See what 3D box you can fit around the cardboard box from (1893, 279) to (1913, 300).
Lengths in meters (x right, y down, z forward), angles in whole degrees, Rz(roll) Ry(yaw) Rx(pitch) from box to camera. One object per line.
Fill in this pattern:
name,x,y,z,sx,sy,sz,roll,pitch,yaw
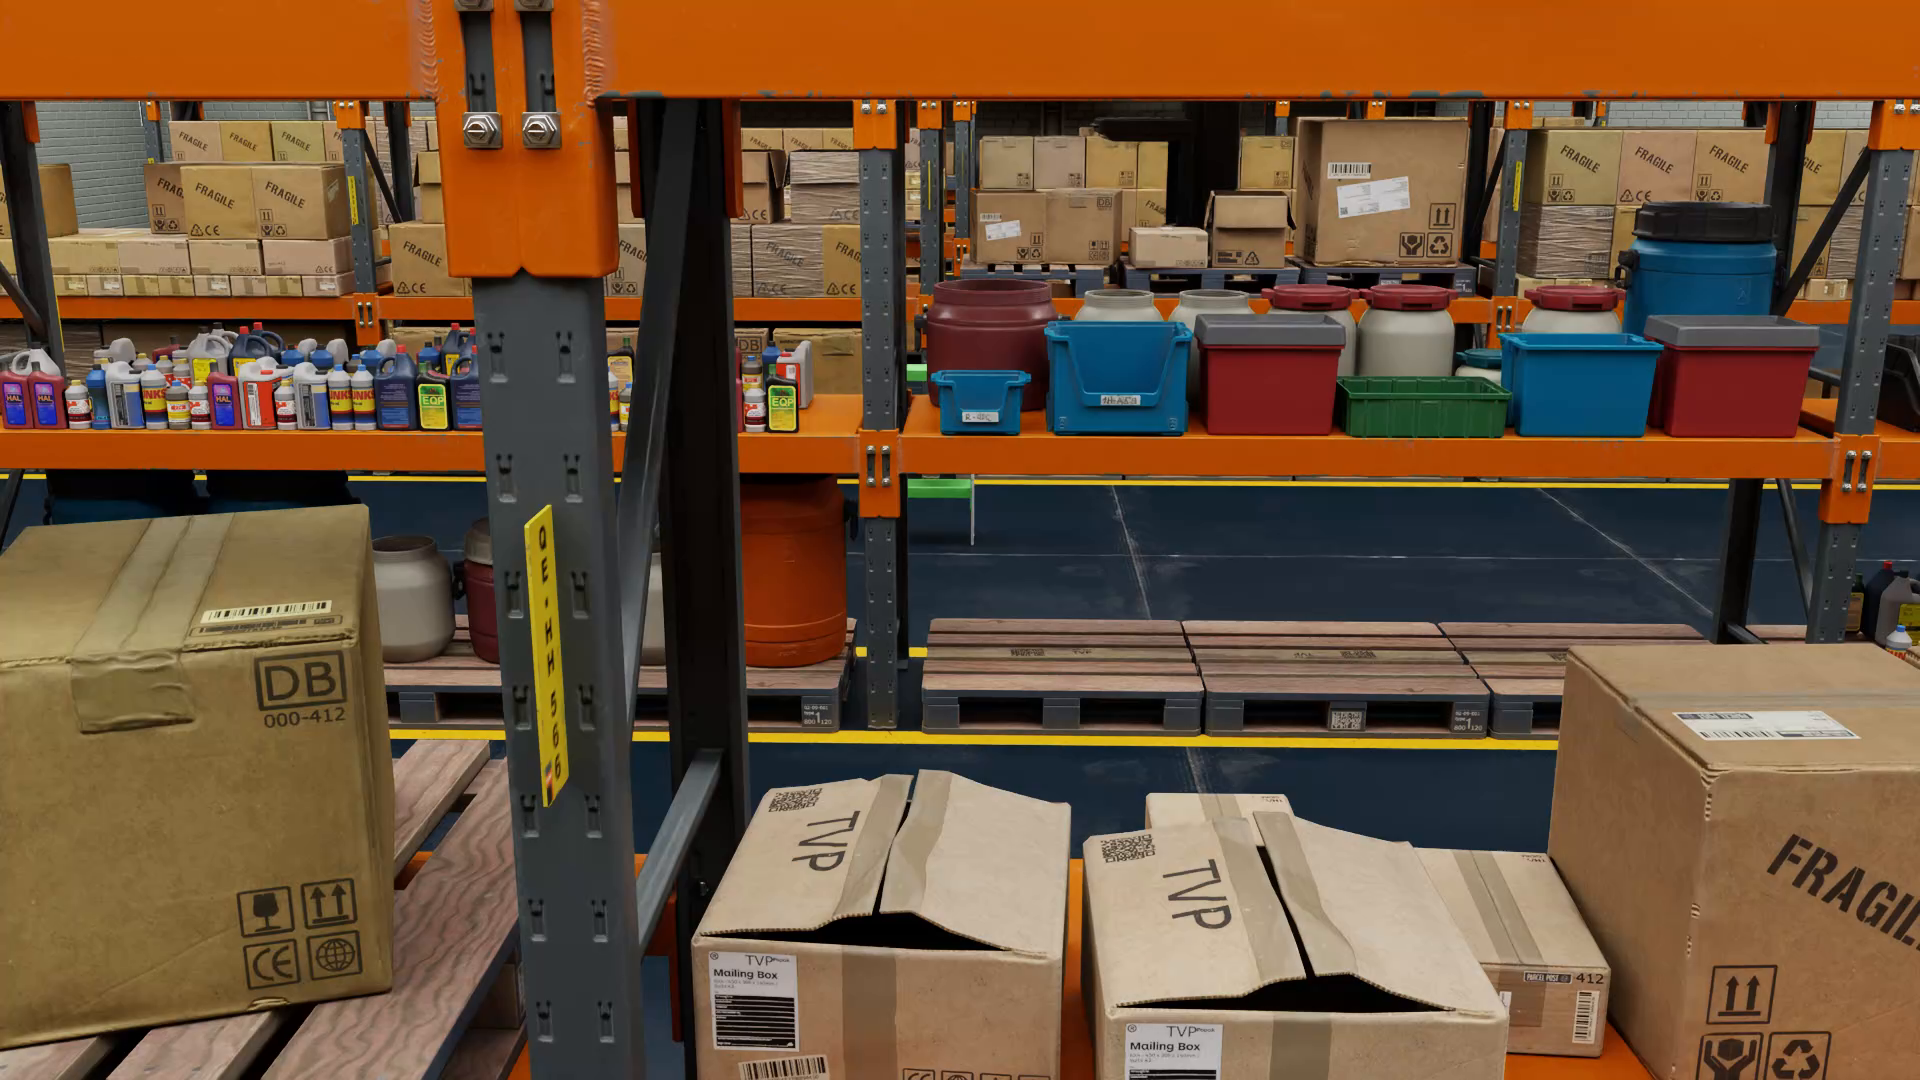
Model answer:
cardboard box,6.510,-1.798,11.766,0.250,0.149,0.380,0,15,1

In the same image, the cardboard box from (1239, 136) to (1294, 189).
cardboard box,3.018,-3.788,16.663,0.500,0.500,0.700,0,15,0

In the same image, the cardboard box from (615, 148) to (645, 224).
cardboard box,-2.251,-2.564,12.015,0.637,0.503,0.797,1,15,3

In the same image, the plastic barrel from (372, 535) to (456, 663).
plastic barrel,-2.510,0.262,7.521,0.421,0.512,0.421,0,15,0

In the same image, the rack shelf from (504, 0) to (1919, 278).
rack shelf,1.544,-0.577,2.178,4.000,0.370,1.077,0,15,1

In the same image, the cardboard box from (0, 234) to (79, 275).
cardboard box,-6.701,-2.060,11.977,0.500,0.250,0.500,0,15,0

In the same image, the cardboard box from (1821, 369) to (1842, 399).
cardboard box,6.577,-0.960,12.174,0.500,0.500,0.500,4,15,16

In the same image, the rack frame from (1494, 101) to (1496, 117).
rack frame,8.175,-5.755,26.273,0.127,3.000,1.000,0,15,1

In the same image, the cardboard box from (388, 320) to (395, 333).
cardboard box,-5.868,-2.232,17.103,0.250,0.149,0.380,1,15,4

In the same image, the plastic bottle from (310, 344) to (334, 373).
plastic bottle,-2.902,-0.756,7.578,0.097,0.271,0.097,0,15,0

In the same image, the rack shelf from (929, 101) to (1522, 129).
rack shelf,1.801,-3.103,11.753,4.000,0.370,1.077,0,15,1

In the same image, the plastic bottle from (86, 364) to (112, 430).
plastic bottle,-3.621,-0.606,7.009,0.097,0.271,0.097,0,15,0

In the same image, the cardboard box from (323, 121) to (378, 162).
cardboard box,-5.992,-3.922,16.587,0.500,0.500,0.500,0,15,0

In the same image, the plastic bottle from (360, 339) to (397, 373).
plastic bottle,-2.685,-0.789,7.693,0.135,0.276,0.152,0,15,1

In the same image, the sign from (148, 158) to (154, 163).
sign,-7.982,-3.610,16.448,0.005,0.325,0.100,0,15,1

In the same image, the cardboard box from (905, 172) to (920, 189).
cardboard box,-0.472,-3.534,16.357,0.250,0.149,0.380,0,15,-1

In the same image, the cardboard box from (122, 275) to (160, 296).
cardboard box,-5.795,-1.845,11.947,0.250,0.149,0.380,0,15,1

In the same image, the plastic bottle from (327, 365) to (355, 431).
plastic bottle,-2.598,-0.599,6.983,0.097,0.271,0.097,0,15,0

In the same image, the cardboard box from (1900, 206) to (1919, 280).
cardboard box,6.747,-2.137,11.782,0.500,0.500,0.875,0,15,1

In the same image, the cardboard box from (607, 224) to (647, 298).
cardboard box,-2.224,-2.013,11.894,0.500,0.500,0.500,1,15,2

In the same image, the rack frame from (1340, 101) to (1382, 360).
rack frame,4.028,-3.252,16.786,0.127,3.000,1.000,0,15,1

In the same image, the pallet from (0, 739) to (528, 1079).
pallet,-1.134,0.619,2.491,1.003,0.211,1.213,0,15,1

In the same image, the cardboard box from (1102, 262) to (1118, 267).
cardboard box,2.115,-3.458,21.896,0.625,0.372,0.950,1,15,3

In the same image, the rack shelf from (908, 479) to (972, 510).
rack shelf,-0.165,-0.287,10.269,0.480,0.148,0.258,0,15,1

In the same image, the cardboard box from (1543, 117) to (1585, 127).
cardboard box,7.536,-5.112,21.098,0.500,0.500,0.700,0,15,0

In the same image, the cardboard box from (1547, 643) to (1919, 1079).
cardboard box,1.223,0.471,2.480,0.500,0.500,0.500,0,15,-2

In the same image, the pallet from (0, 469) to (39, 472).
pallet,-7.394,-0.732,12.703,1.213,0.211,1.003,0,15,1

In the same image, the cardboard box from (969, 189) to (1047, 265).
cardboard box,0.343,-2.272,12.052,0.500,0.500,0.500,-1,15,-5

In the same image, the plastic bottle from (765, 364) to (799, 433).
plastic bottle,-0.740,-0.588,6.918,0.133,0.283,0.061,0,15,1

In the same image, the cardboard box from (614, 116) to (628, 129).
cardboard box,-4.260,-5.334,21.248,0.250,0.149,0.380,0,15,0

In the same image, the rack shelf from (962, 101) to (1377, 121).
rack shelf,2.029,-4.368,16.545,4.000,0.370,1.077,0,15,1

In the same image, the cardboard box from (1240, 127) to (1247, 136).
cardboard box,3.592,-5.317,21.740,0.250,0.149,0.380,0,15,1

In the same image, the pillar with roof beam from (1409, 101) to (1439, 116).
pillar with roof beam,7.392,-7.792,22.235,0.400,9.000,9.100,0,15,1

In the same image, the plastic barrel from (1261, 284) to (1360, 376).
plastic barrel,1.557,-0.860,7.454,0.433,0.535,0.433,0,15,0

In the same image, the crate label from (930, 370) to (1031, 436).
crate label,0.087,-0.572,6.955,0.416,0.233,0.303,0,15,1

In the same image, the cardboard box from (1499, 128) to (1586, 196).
cardboard box,4.257,-2.731,12.071,0.500,0.500,0.500,0,15,1

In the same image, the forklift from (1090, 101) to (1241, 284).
forklift,1.618,-2.579,14.369,3.031,2.935,1.130,0,15,2

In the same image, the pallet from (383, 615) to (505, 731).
pallet,-2.330,0.594,7.674,1.213,0.211,1.003,0,15,1

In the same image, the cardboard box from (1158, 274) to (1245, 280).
cardboard box,2.441,-2.356,16.976,0.750,0.750,1.050,0,15,1

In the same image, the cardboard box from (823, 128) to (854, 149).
cardboard box,-1.478,-5.016,21.315,0.500,0.500,0.500,0,15,1

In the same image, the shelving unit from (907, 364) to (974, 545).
shelving unit,-0.165,-0.581,10.191,0.503,1.200,0.258,0,15,1

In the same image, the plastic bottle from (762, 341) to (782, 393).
plastic bottle,-0.864,-0.782,7.675,0.097,0.271,0.097,0,15,0

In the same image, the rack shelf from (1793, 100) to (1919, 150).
rack shelf,5.673,-1.814,6.867,4.000,0.370,1.077,0,15,1

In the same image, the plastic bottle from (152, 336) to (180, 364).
plastic bottle,-3.689,-0.810,7.761,0.133,0.283,0.061,0,15,1

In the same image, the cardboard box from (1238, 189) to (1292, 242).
cardboard box,2.995,-3.239,16.541,0.500,0.500,0.500,0,15,1

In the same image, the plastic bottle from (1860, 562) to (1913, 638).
plastic bottle,4.325,0.274,7.752,0.185,0.351,0.144,0,15,0

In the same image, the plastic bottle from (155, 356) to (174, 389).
plastic bottle,-3.673,-0.751,7.694,0.097,0.201,0.097,0,15,0

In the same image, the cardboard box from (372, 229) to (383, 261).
cardboard box,-4.660,-2.181,12.438,0.500,0.250,0.500,0,15,0

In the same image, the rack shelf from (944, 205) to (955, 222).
rack shelf,-1.944,-4.206,21.814,4.000,0.370,1.077,0,15,1

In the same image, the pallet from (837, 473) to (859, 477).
pallet,-0.984,-0.690,12.541,1.213,0.211,1.003,0,15,1

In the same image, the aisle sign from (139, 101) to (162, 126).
aisle sign,-8.048,-4.511,16.463,0.004,0.787,0.394,0,15,1
